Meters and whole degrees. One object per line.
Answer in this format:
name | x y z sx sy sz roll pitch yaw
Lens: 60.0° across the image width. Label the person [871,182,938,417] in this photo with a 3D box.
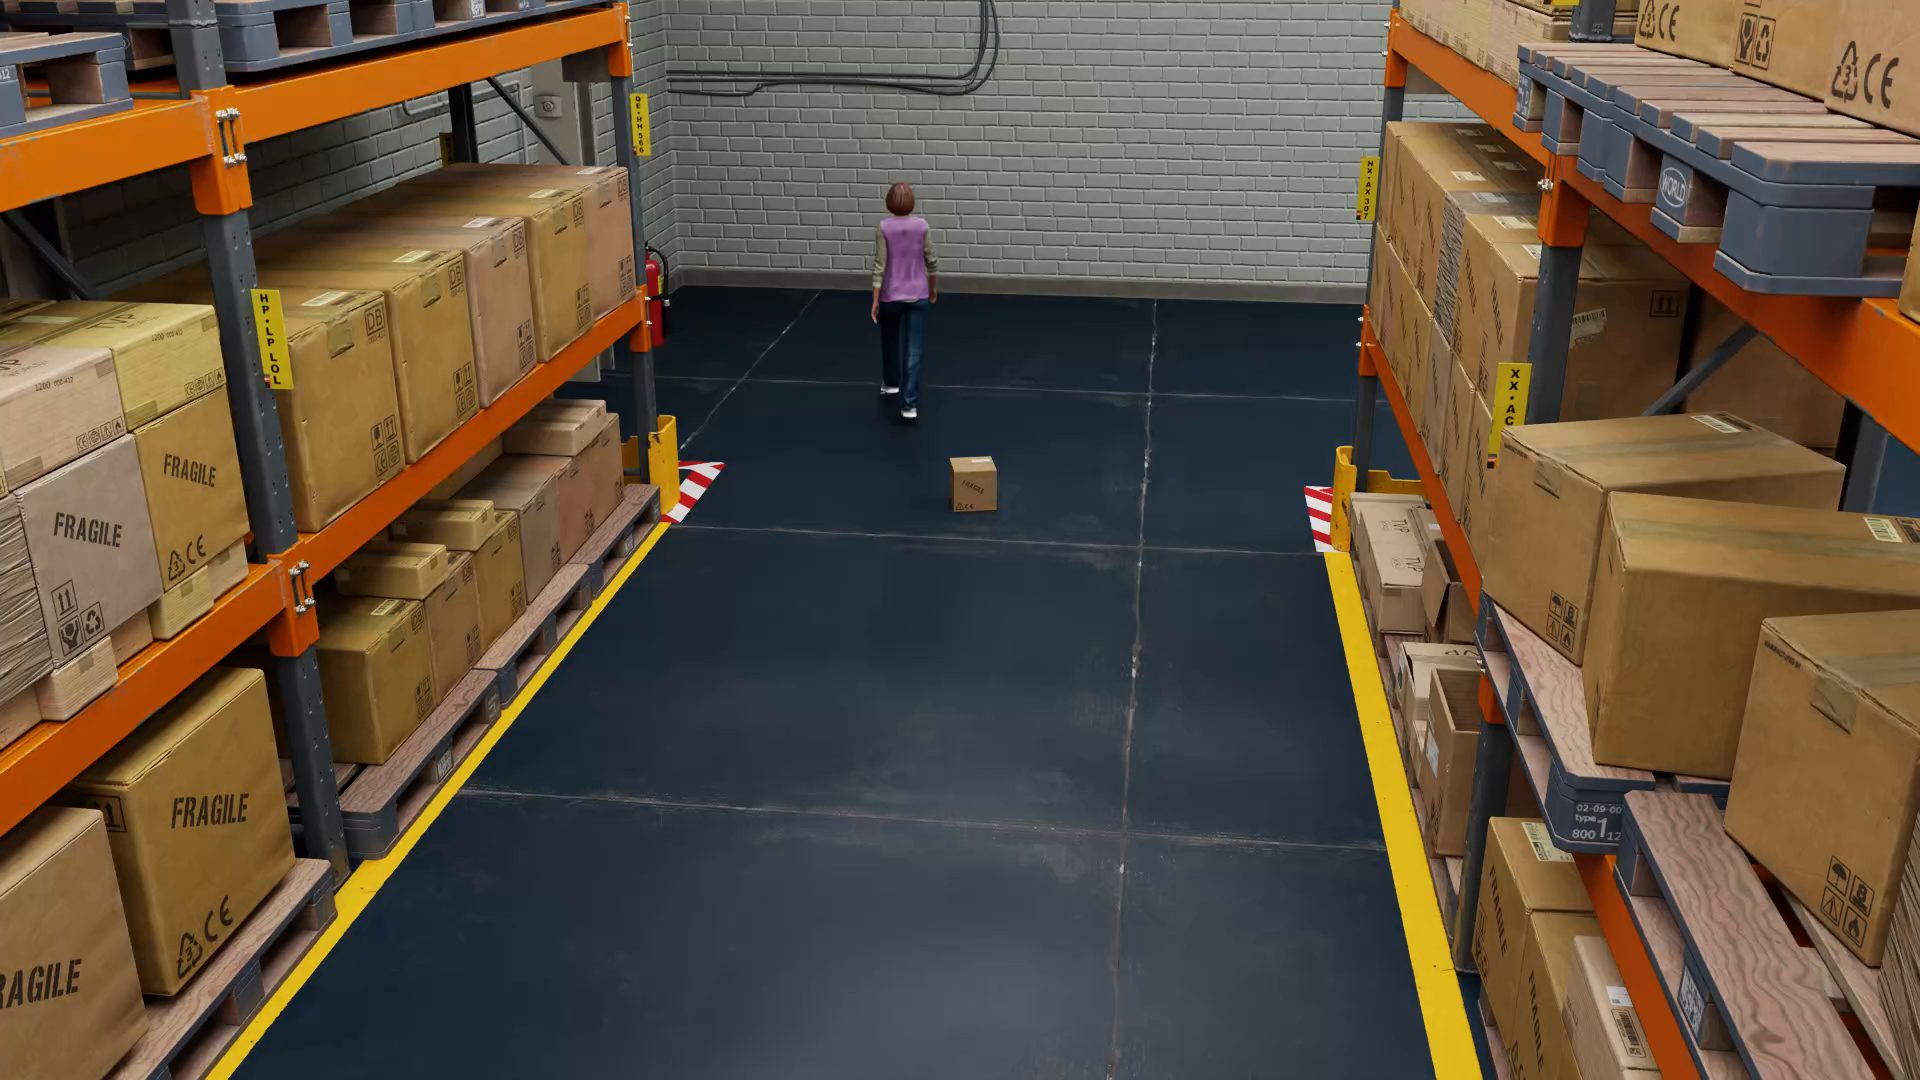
person | -0.376 -1.666 11.291 0.457 1.552 0.895 -1 22 -3
